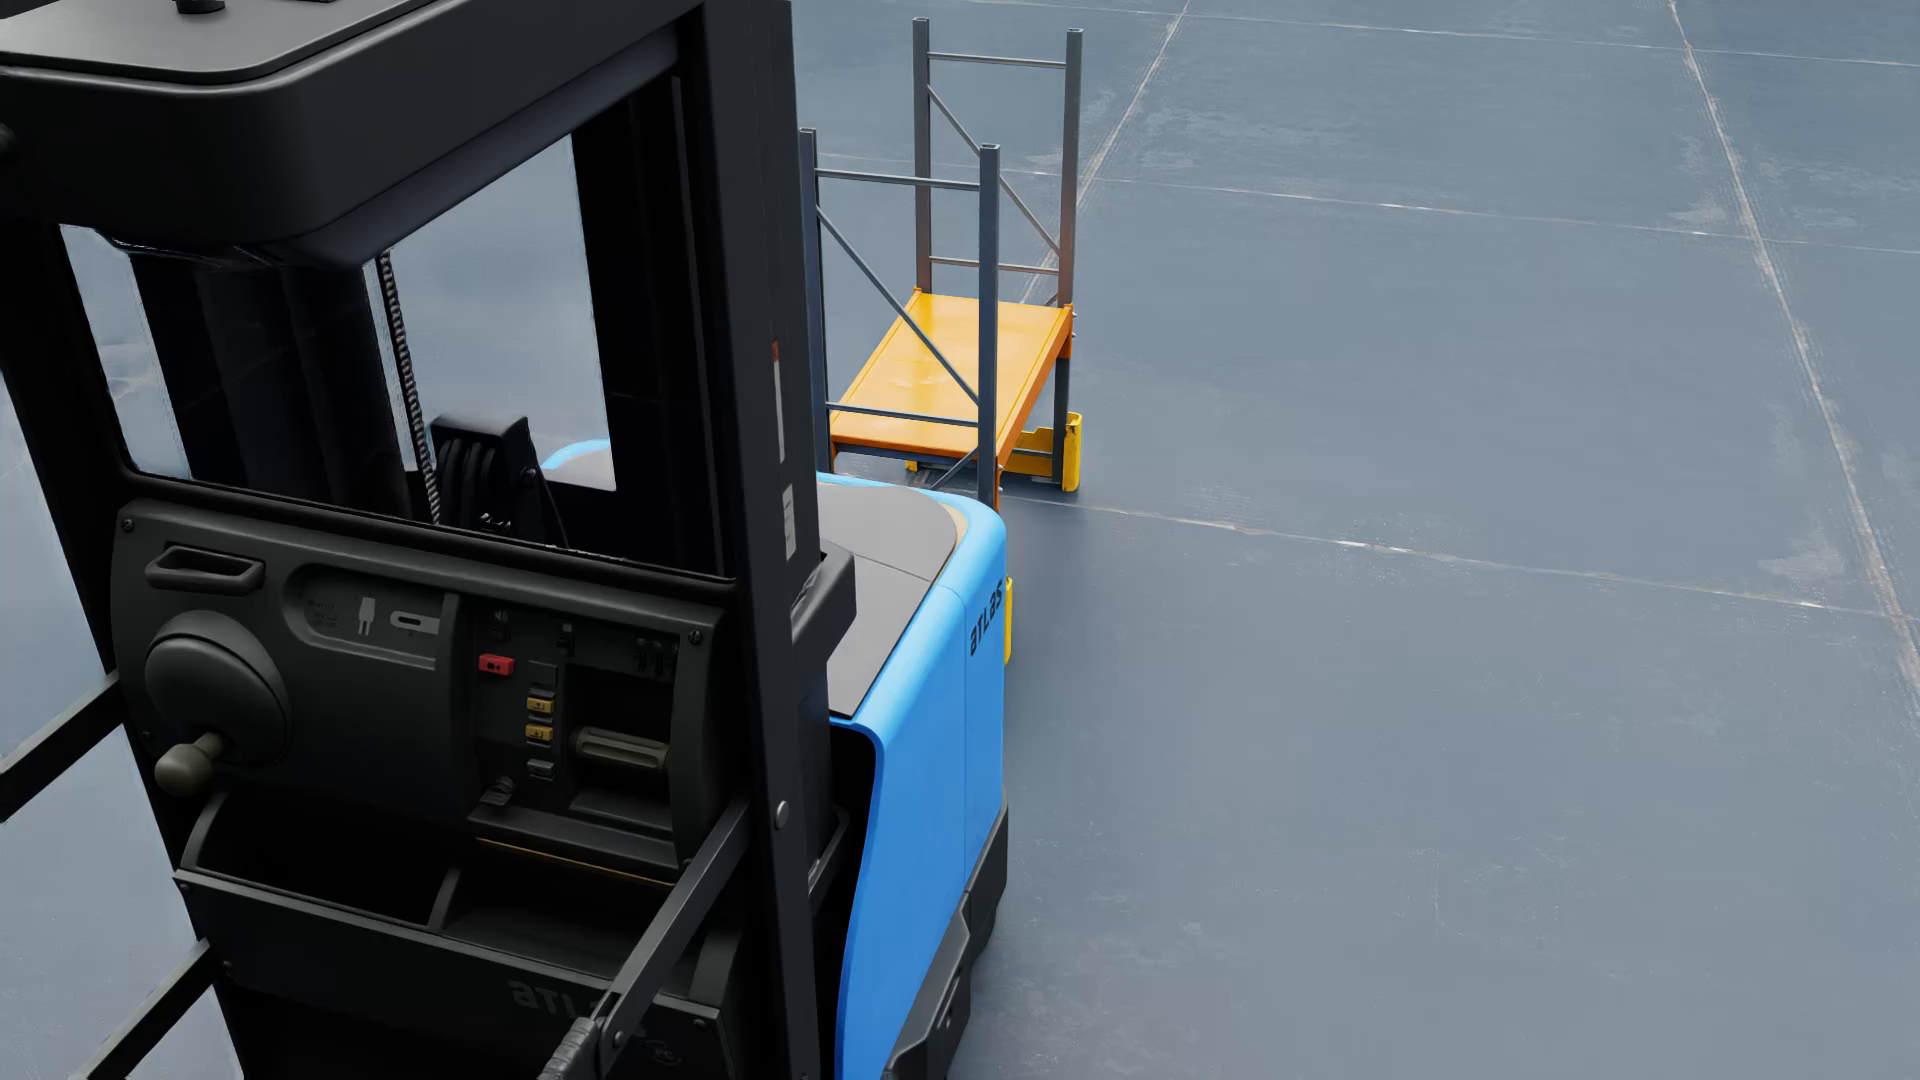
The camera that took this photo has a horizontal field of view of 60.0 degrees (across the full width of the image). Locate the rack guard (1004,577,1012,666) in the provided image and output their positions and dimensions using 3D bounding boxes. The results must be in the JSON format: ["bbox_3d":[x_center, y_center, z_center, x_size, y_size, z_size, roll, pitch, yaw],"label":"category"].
[{"bbox_3d":[-0.146,0.192,4.714,0.587,0.250,0.087,8,33,12],"label":"rack guard"}]

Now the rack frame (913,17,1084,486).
[{"bbox_3d":[0.107,-0.852,5.193,0.500,1.500,0.032,8,33,12],"label":"rack frame"}]

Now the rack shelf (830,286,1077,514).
[{"bbox_3d":[-0.022,-0.437,4.874,0.538,0.185,1.000,8,33,12],"label":"rack shelf"}]

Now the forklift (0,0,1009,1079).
[{"bbox_3d":[-0.828,0.262,2.106,1.130,2.935,3.031,10,34,15],"label":"forklift"}]

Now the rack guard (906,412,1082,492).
[{"bbox_3d":[0.107,-0.324,5.527,0.587,0.250,0.087,8,33,12],"label":"rack guard"}]

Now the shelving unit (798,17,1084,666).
[{"bbox_3d":[-0.019,-0.593,4.785,0.587,1.500,1.083,8,33,12],"label":"shelving unit"}]

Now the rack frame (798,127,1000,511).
[{"bbox_3d":[-0.151,-0.325,4.363,0.500,1.500,0.032,8,33,12],"label":"rack frame"}]
